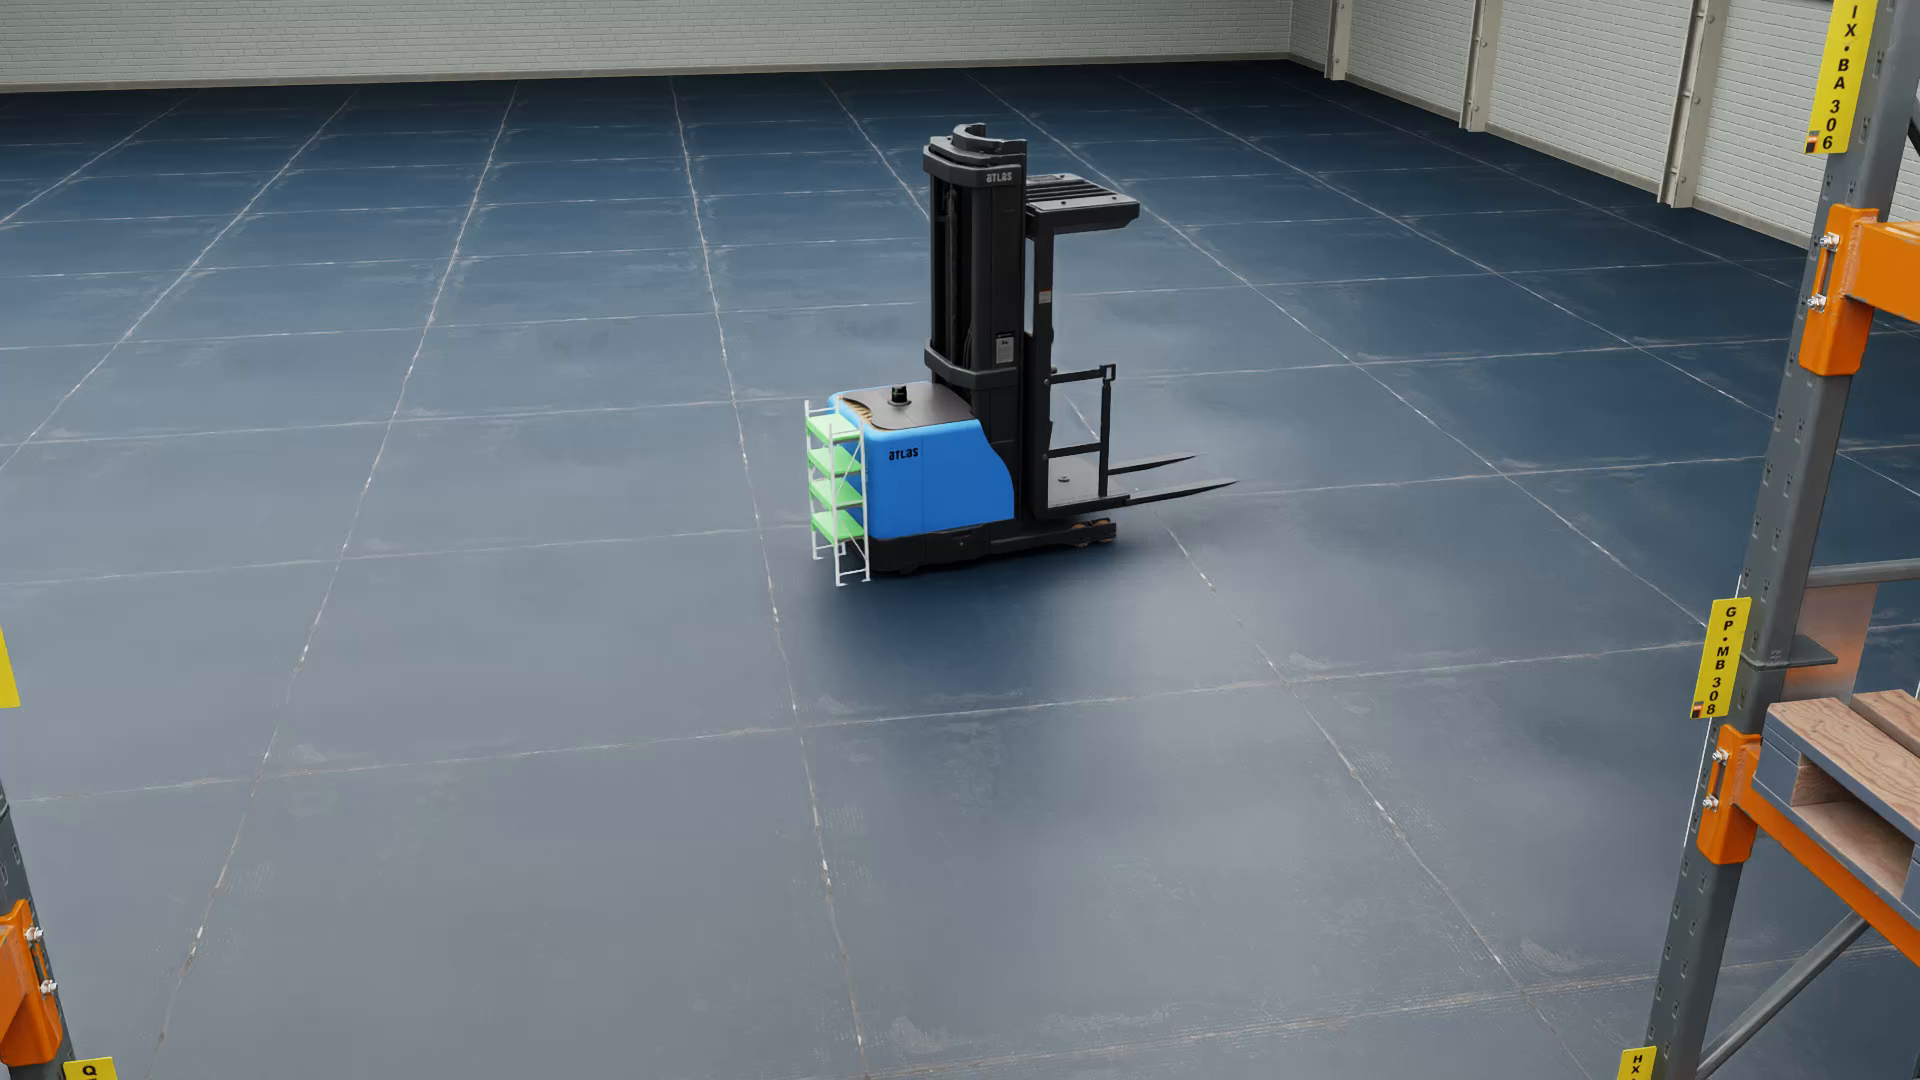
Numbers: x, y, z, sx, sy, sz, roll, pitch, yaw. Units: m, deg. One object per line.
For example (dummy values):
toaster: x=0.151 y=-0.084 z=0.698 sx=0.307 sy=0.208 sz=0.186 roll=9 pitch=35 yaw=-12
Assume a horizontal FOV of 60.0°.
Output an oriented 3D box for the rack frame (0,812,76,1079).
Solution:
rack frame: x=-2.462 y=1.998 z=3.928 sx=1.000 sy=3.000 sz=0.127 roll=-4 pitch=24 yaw=-10

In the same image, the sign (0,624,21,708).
sign: x=-1.913 y=0.184 z=3.227 sx=0.100 sy=0.325 sz=0.005 roll=-4 pitch=24 yaw=-10

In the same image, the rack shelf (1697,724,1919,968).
rack shelf: x=2.776 y=1.373 z=2.510 sx=1.077 sy=0.370 sz=4.000 roll=-4 pitch=24 yaw=-10

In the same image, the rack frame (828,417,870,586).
rack frame: x=-0.753 y=-0.250 z=11.318 sx=0.240 sy=1.200 sz=0.015 roll=-11 pitch=26 yaw=-21

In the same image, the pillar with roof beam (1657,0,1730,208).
pillar with roof beam: x=5.562 y=-8.401 z=20.243 sx=9.100 sy=9.000 sz=0.400 roll=-4 pitch=24 yaw=-10

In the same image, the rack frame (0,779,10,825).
rack frame: x=-2.462 y=-0.752 z=2.727 sx=1.000 sy=3.000 sz=0.127 roll=-4 pitch=24 yaw=-10

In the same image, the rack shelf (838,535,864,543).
rack shelf: x=-0.846 y=-0.088 z=11.634 sx=0.199 sy=0.029 sz=0.442 roll=-11 pitch=26 yaw=-21

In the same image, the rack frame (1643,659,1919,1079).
rack frame: x=2.406 y=1.631 z=4.767 sx=1.000 sy=3.000 sz=0.127 roll=-4 pitch=24 yaw=-10

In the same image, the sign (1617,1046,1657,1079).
sign: x=1.864 y=1.543 z=4.623 sx=0.100 sy=0.325 sz=0.005 roll=-4 pitch=24 yaw=-10

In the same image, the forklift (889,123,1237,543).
forklift: x=0.601 y=-1.472 z=11.958 sx=3.031 sy=2.935 sz=1.121 roll=-10 pitch=25 yaw=-21

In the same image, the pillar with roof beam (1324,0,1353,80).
pillar with roof beam: x=3.343 y=-13.121 z=31.050 sx=9.100 sy=9.000 sz=0.400 roll=-4 pitch=24 yaw=-10

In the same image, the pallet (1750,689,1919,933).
pallet: x=2.463 y=0.676 z=3.443 sx=1.003 sy=0.211 sz=1.213 roll=-4 pitch=24 yaw=-10

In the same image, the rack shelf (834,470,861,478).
rack shelf: x=-0.853 y=-0.527 z=11.439 sx=0.199 sy=0.029 sz=0.442 roll=-11 pitch=26 yaw=-21

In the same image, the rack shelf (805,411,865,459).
rack shelf: x=-0.857 y=-0.720 z=11.354 sx=0.258 sy=0.148 sz=0.480 roll=-11 pitch=26 yaw=-21

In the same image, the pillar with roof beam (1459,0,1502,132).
pillar with roof beam: x=4.453 y=-10.761 z=25.647 sx=9.100 sy=9.000 sz=0.400 roll=-4 pitch=24 yaw=-10

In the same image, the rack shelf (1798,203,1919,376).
rack shelf: x=2.776 y=0.182 z=1.990 sx=1.077 sy=0.370 sz=4.000 roll=-4 pitch=24 yaw=-10

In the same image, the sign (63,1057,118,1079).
sign: x=-1.913 y=1.289 z=3.709 sx=0.100 sy=0.325 sz=0.005 roll=-4 pitch=24 yaw=-10

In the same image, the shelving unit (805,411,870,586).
shelving unit: x=-0.848 y=-0.337 z=11.518 sx=0.258 sy=1.200 sz=0.492 roll=-11 pitch=26 yaw=-21

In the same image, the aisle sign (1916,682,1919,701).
aisle sign: x=2.684 y=0.390 z=4.362 sx=0.394 sy=0.787 sz=0.004 roll=-4 pitch=24 yaw=-10

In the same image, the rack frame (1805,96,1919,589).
rack frame: x=2.403 y=-1.118 z=3.566 sx=0.949 sy=2.616 sz=0.053 roll=-4 pitch=24 yaw=-10

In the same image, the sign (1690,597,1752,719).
sign: x=1.864 y=0.291 z=4.076 sx=0.100 sy=0.325 sz=0.005 roll=-4 pitch=24 yaw=-10
